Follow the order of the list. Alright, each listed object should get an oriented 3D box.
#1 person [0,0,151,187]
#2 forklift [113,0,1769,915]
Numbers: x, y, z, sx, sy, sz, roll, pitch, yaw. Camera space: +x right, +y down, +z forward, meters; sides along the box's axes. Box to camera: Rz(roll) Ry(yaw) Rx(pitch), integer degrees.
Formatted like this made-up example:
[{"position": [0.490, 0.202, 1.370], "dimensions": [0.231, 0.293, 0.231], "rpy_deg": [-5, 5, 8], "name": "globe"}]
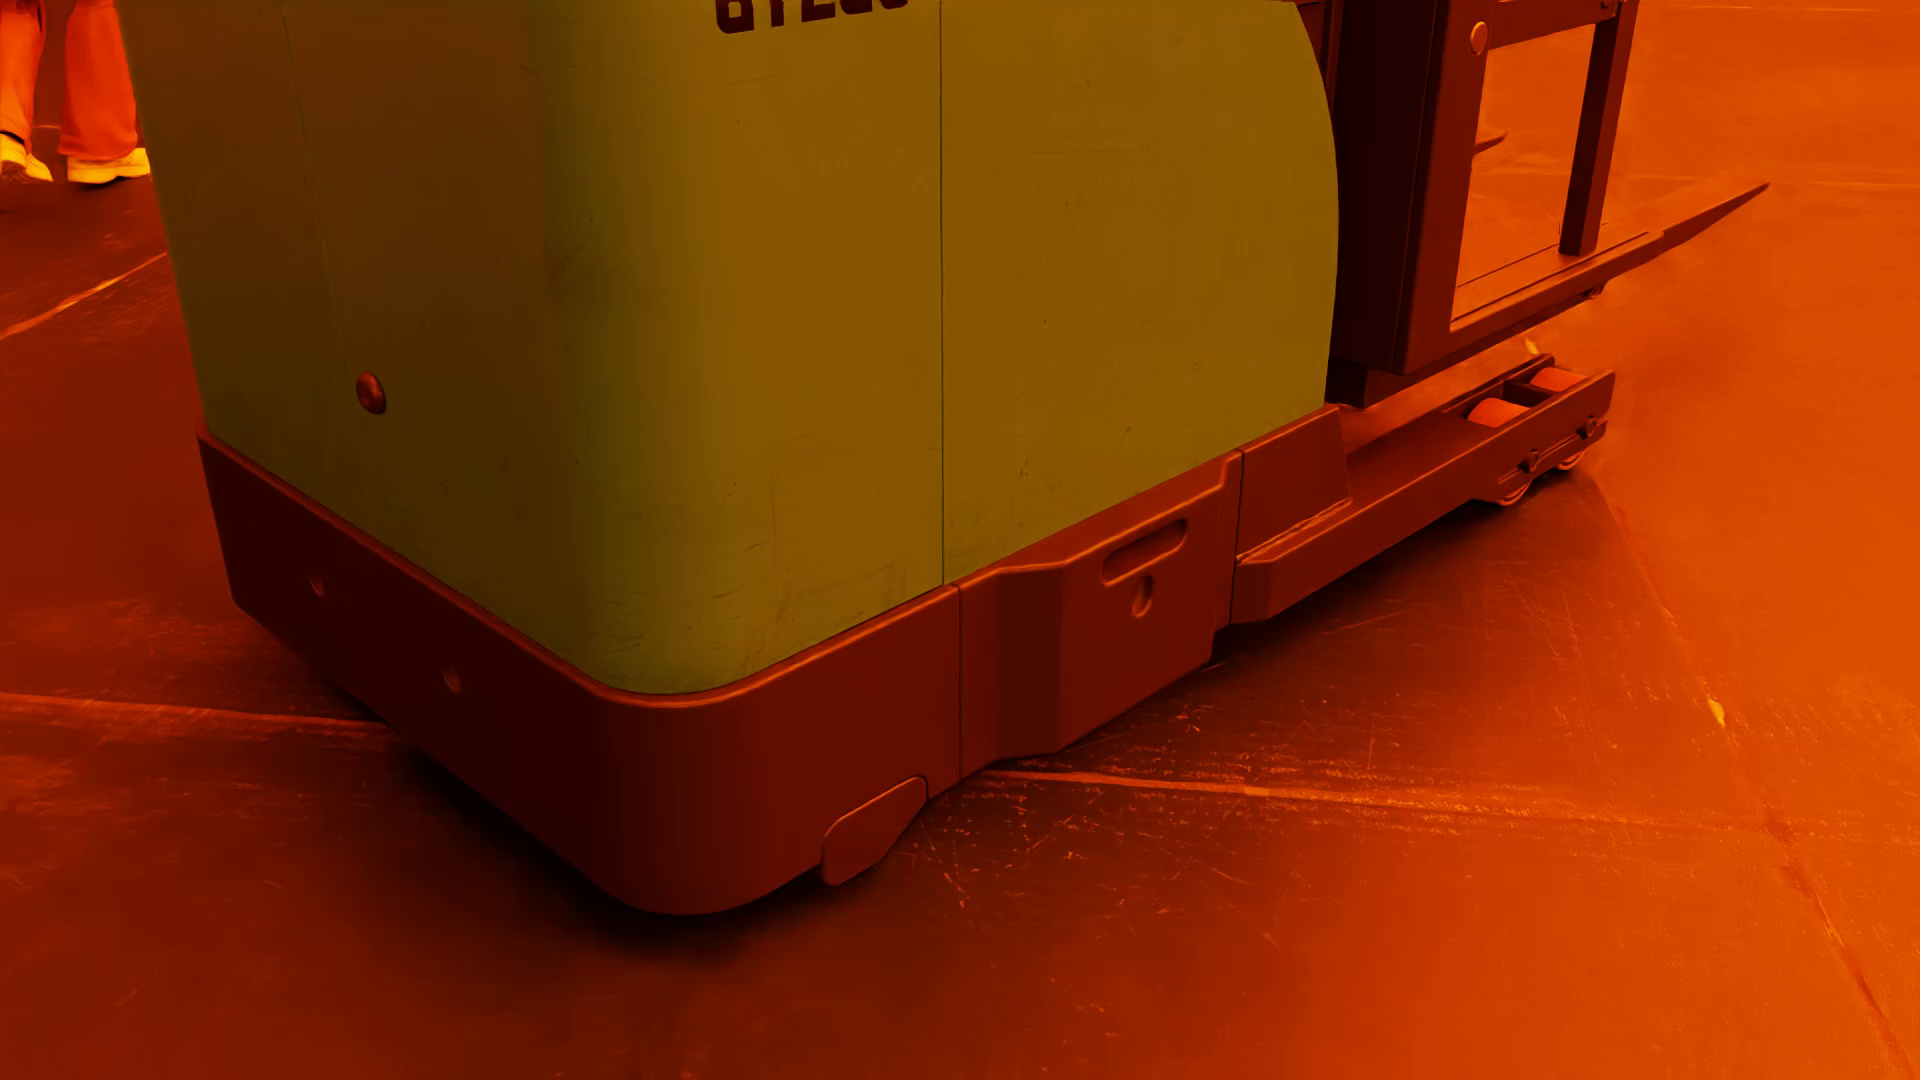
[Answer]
[{"position": [-2.210, -1.616, 4.006], "dimensions": [0.774, 1.551, 0.749], "rpy_deg": [6, 27, 11], "name": "person"}, {"position": [0.425, -1.509, 2.241], "dimensions": [1.130, 2.935, 3.031], "rpy_deg": [24, 35, 39], "name": "forklift"}]
